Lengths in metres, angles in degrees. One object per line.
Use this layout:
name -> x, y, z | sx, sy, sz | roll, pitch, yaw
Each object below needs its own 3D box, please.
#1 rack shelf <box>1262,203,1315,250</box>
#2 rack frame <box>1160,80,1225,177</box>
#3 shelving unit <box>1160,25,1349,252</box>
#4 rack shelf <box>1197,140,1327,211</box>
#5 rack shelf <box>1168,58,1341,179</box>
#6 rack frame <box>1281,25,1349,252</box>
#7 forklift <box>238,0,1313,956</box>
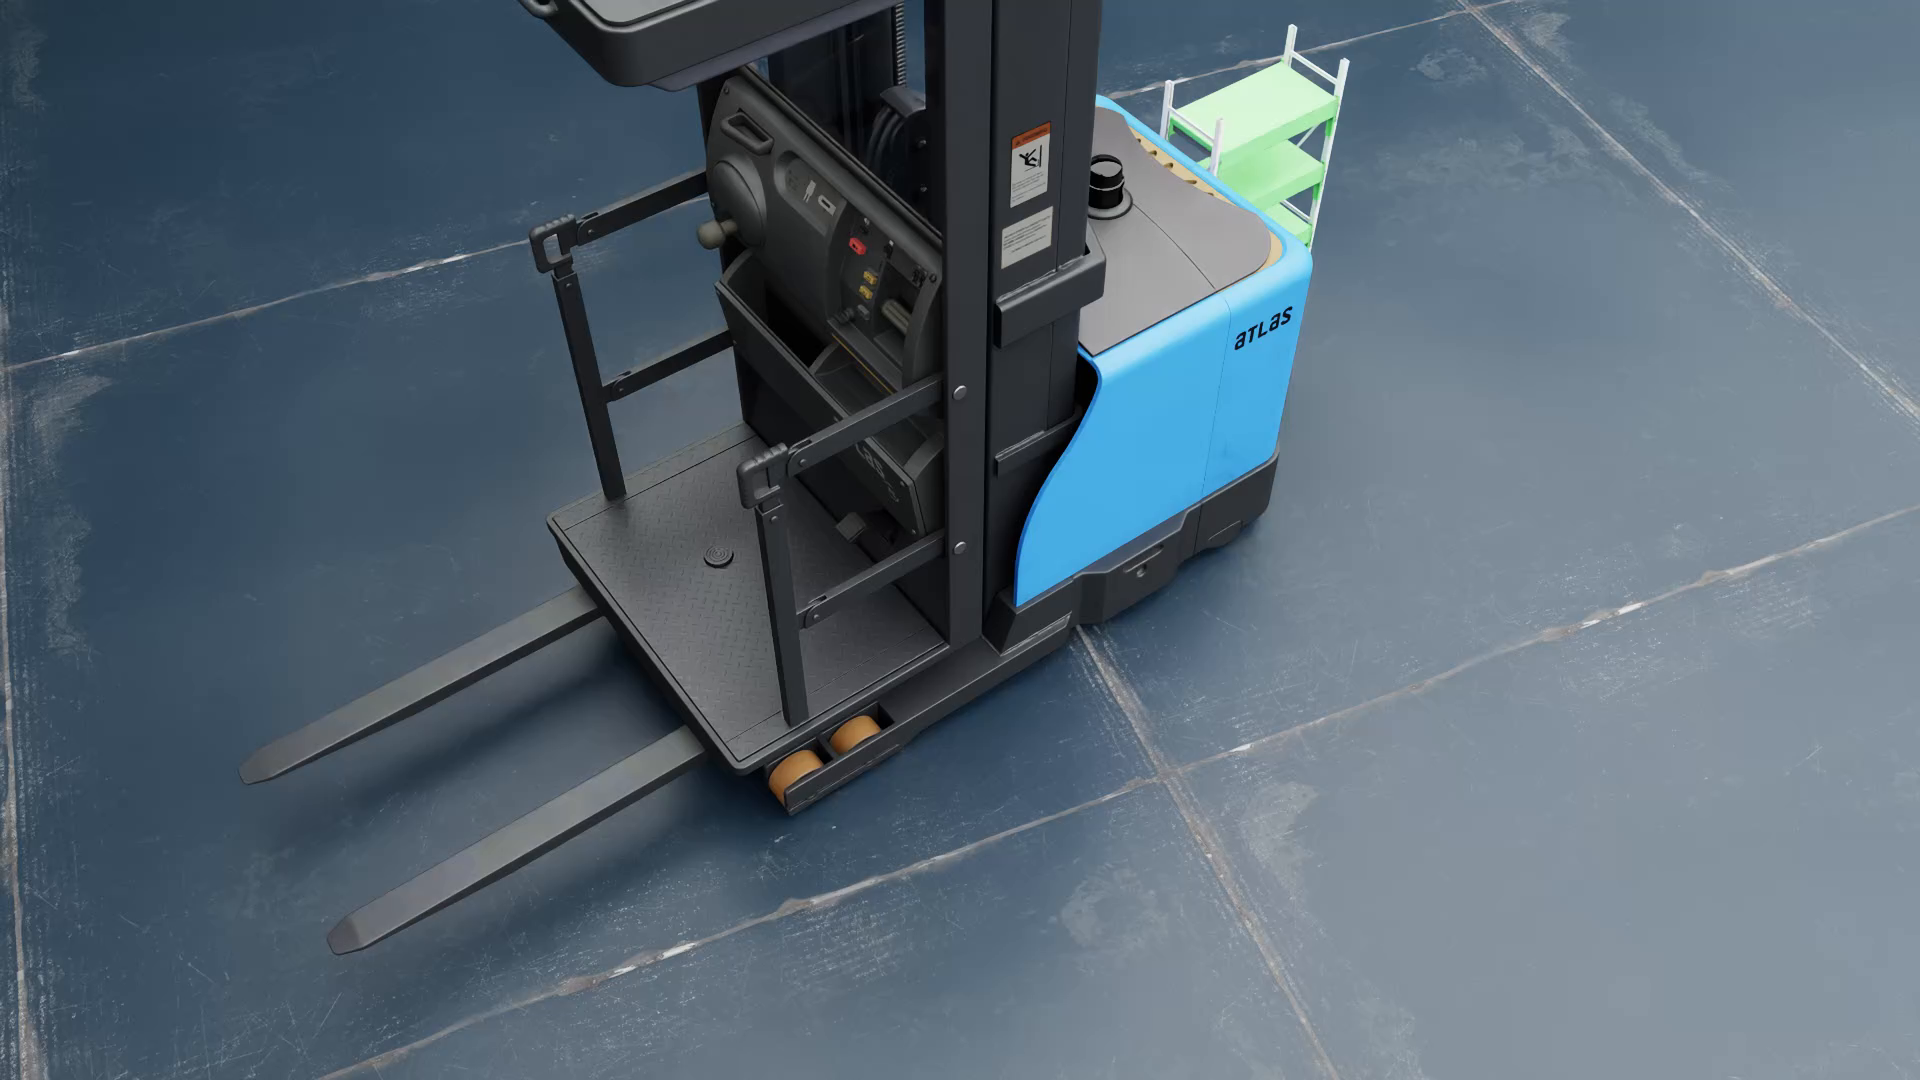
rack shelf -> 0.868, -0.931, 5.343 | 0.480, 0.148, 0.258 | -29, 55, -23
rack frame -> 0.671, -0.863, 5.201 | 0.015, 1.200, 0.240 | -29, 55, -23
shelving unit -> 0.868, -0.973, 5.295 | 0.503, 1.200, 0.258 | -29, 55, -23
rack shelf -> 0.868, -1.088, 5.161 | 0.480, 0.148, 0.258 | -29, 55, -23
rack shelf -> 0.868, -1.244, 4.979 | 0.480, 0.148, 0.258 | -29, 55, -23
rack frame -> 1.064, -1.083, 5.389 | 0.015, 1.200, 0.240 | -29, 55, -23
forklift -> -0.509, -0.672, 3.895 | 3.031, 2.935, 1.130 | -29, 55, -23
